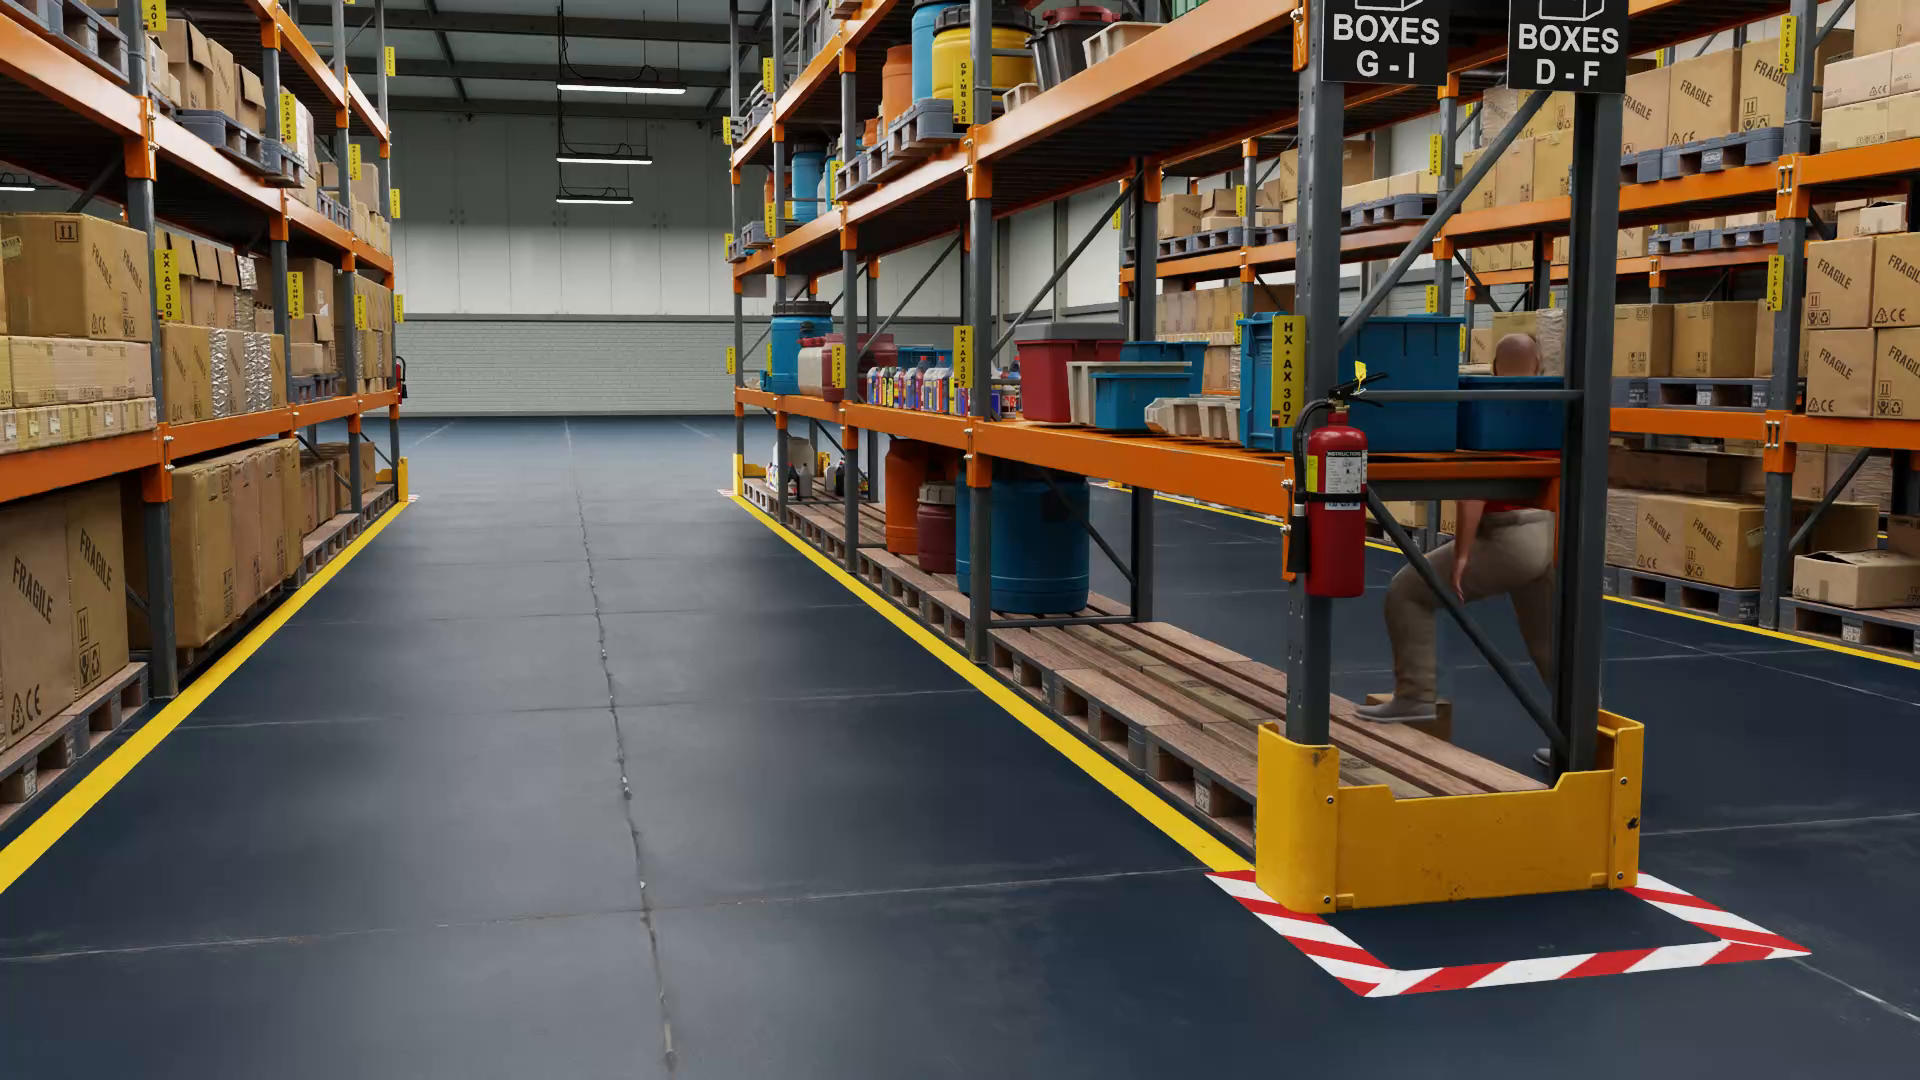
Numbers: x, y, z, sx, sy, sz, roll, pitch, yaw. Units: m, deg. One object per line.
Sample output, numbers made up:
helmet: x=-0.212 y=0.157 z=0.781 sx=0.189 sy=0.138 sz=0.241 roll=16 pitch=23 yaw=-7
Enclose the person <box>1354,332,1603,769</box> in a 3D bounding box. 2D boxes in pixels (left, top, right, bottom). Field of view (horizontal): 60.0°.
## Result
person: x=2.092 y=0.048 z=6.459 sx=0.803 sy=1.697 sz=0.799 roll=-5 pitch=8 yaw=-39
